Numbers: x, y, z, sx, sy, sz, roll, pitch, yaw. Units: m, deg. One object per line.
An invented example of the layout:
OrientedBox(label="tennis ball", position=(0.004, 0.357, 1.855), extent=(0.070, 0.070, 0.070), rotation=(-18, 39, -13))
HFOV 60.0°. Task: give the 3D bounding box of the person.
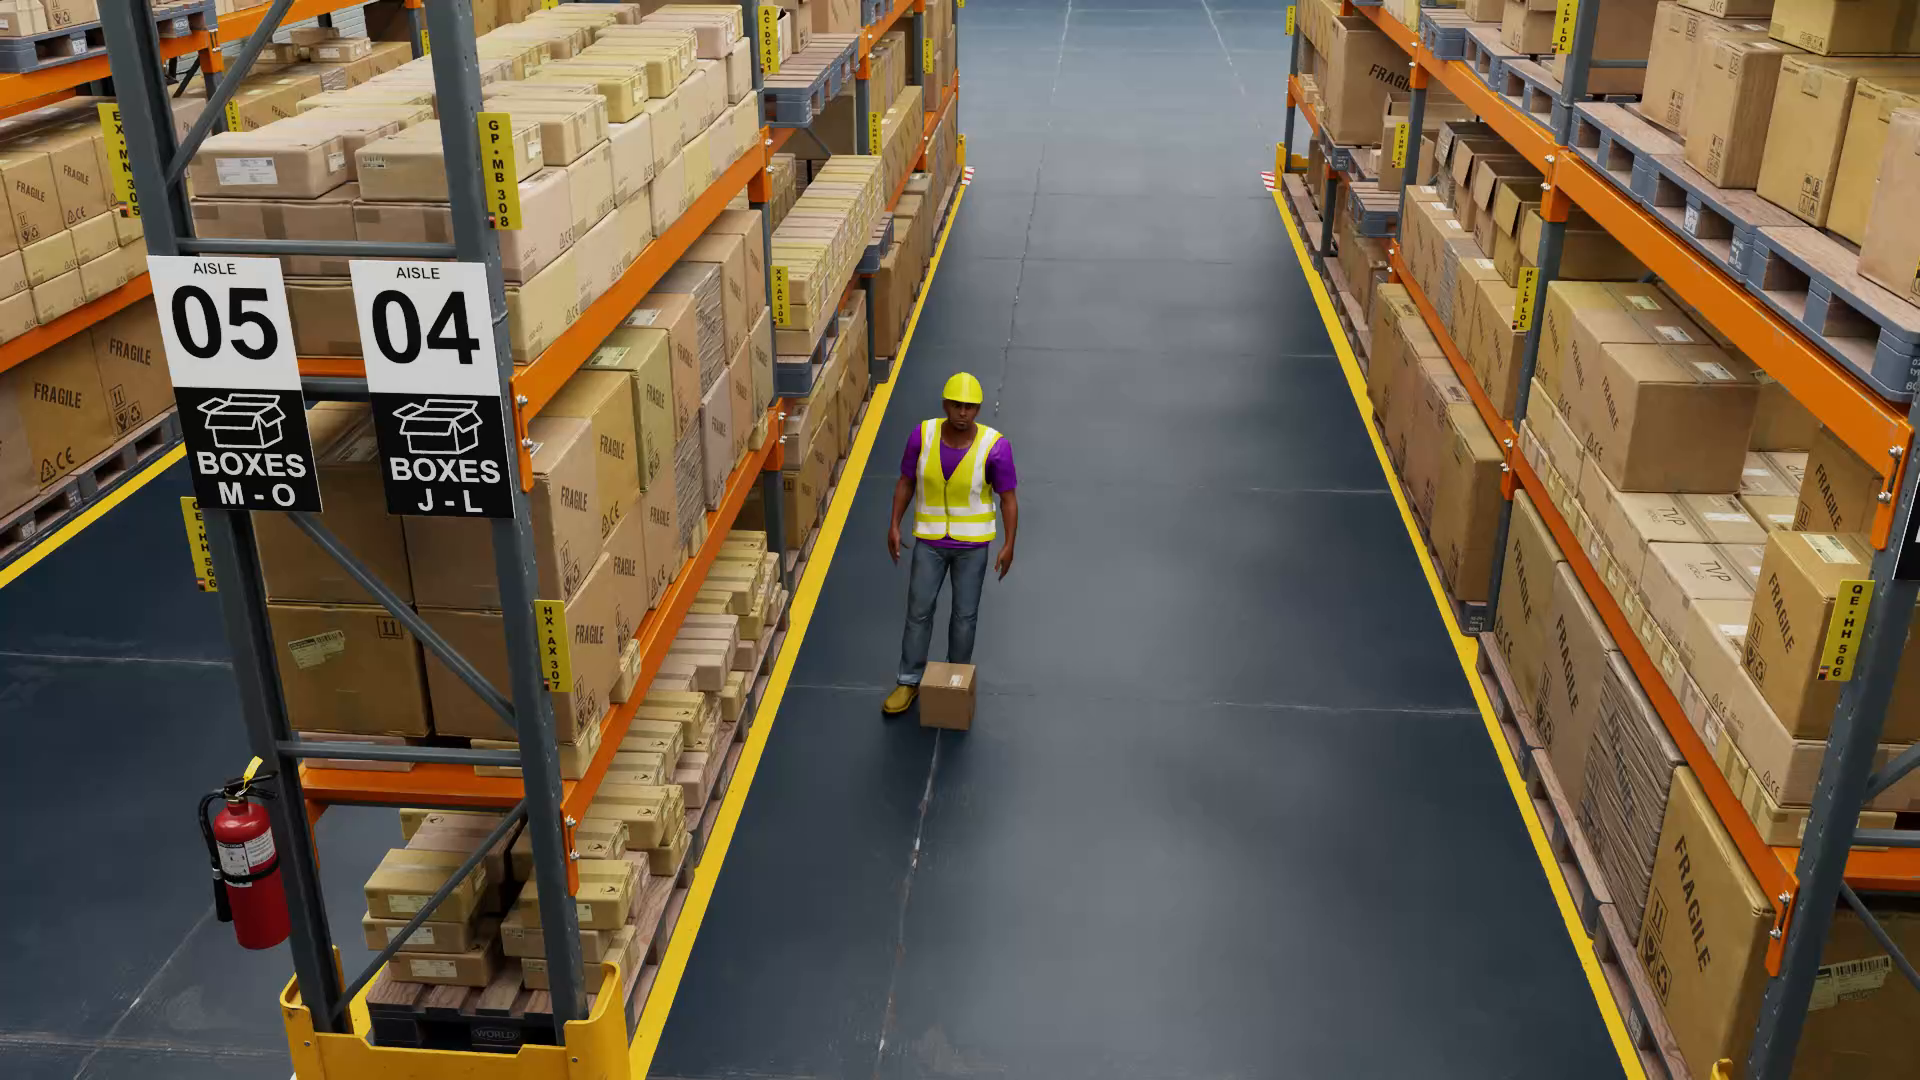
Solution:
OrientedBox(label="person", position=(-0.053, 0.027, 8.494), extent=(0.665, 1.768, 0.575), rotation=(5, 25, 10))
